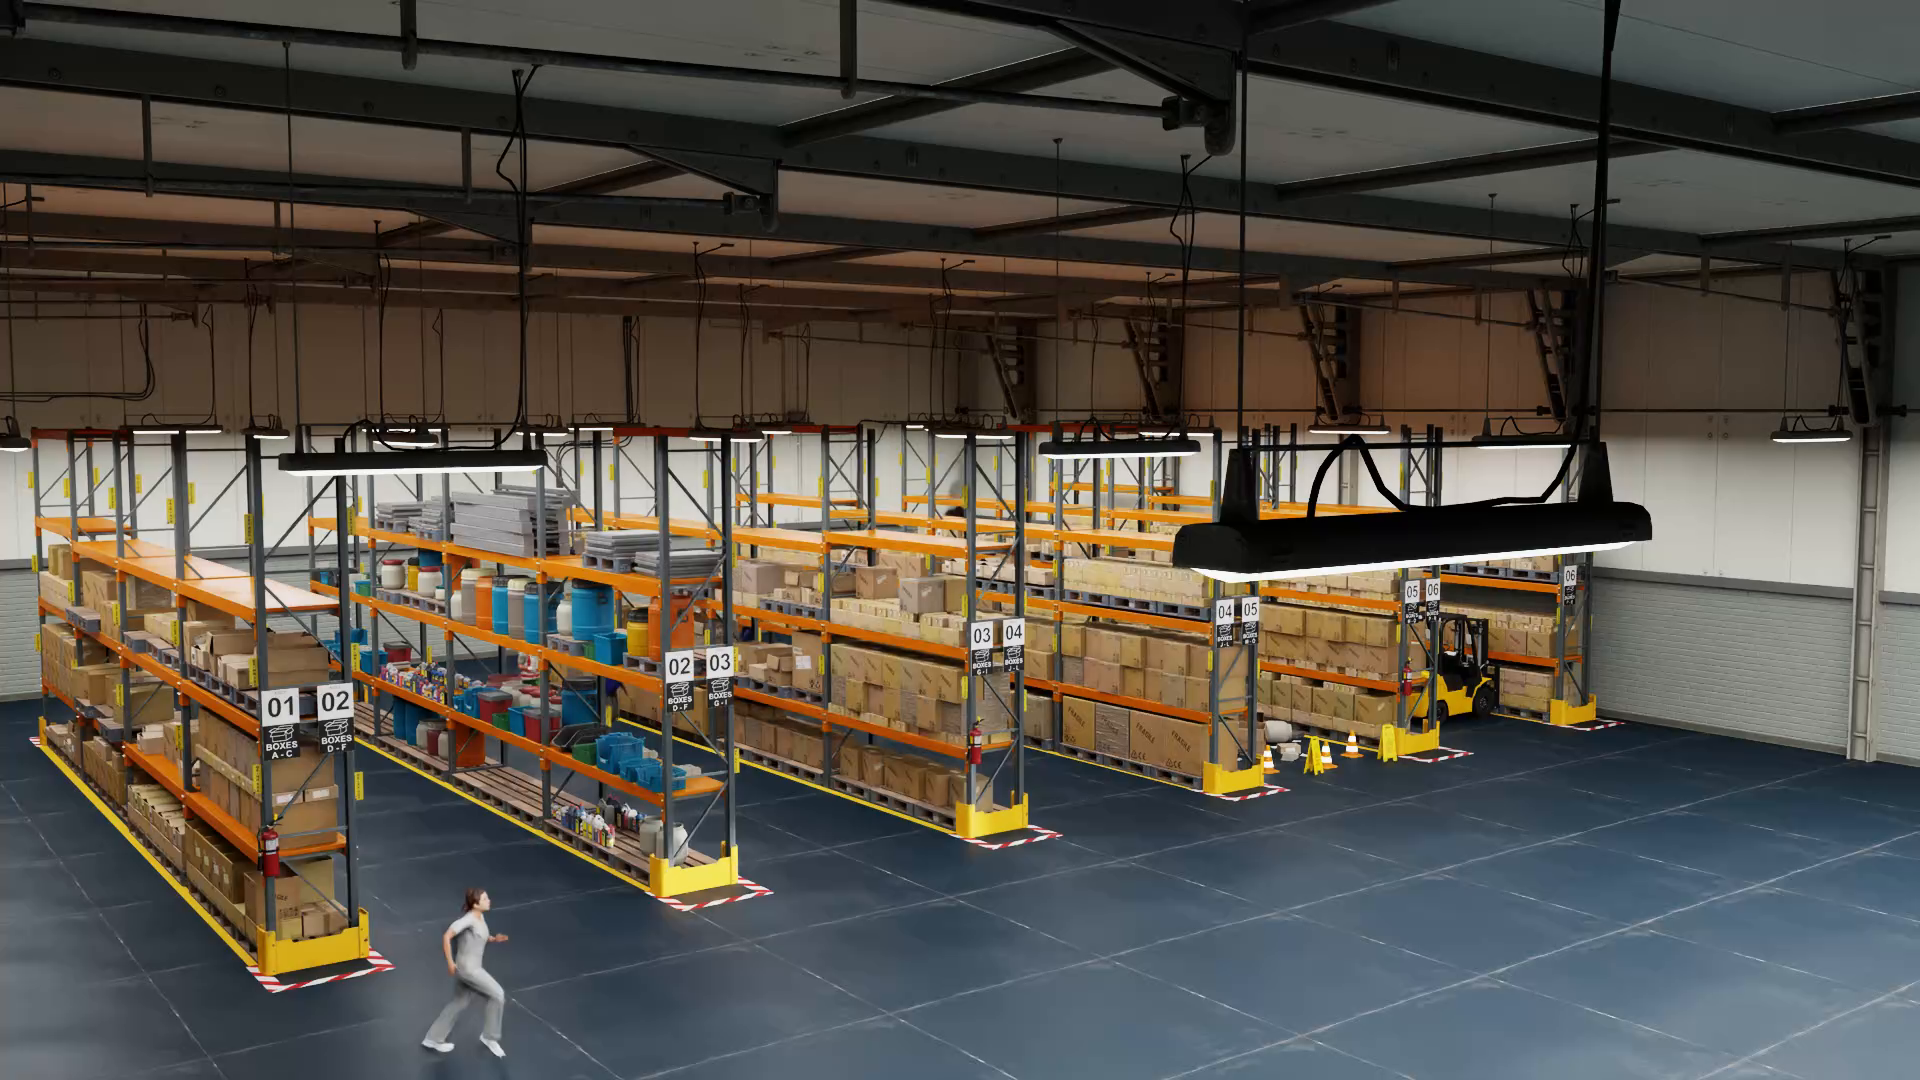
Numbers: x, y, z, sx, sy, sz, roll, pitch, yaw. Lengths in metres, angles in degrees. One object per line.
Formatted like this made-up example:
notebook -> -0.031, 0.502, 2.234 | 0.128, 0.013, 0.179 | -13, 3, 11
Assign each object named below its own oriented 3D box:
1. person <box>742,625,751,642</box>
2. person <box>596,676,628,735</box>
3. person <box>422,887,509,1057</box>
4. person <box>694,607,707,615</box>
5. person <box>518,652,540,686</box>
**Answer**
person -> -5.347, 2.270, 41.585 | 0.567, 1.590, 0.659 | 4, 6, 45
person -> -6.754, 3.088, 32.146 | 0.783, 1.463, 0.596 | 3, 6, 37
person -> -4.826, 4.230, 16.210 | 0.834, 1.694, 0.587 | -1, 5, -8
person -> -6.186, 2.355, 39.806 | 0.699, 1.824, 0.720 | -1, 5, -17
person -> -8.626, 2.819, 33.435 | 0.588, 1.831, 0.835 | -4, 6, -40
